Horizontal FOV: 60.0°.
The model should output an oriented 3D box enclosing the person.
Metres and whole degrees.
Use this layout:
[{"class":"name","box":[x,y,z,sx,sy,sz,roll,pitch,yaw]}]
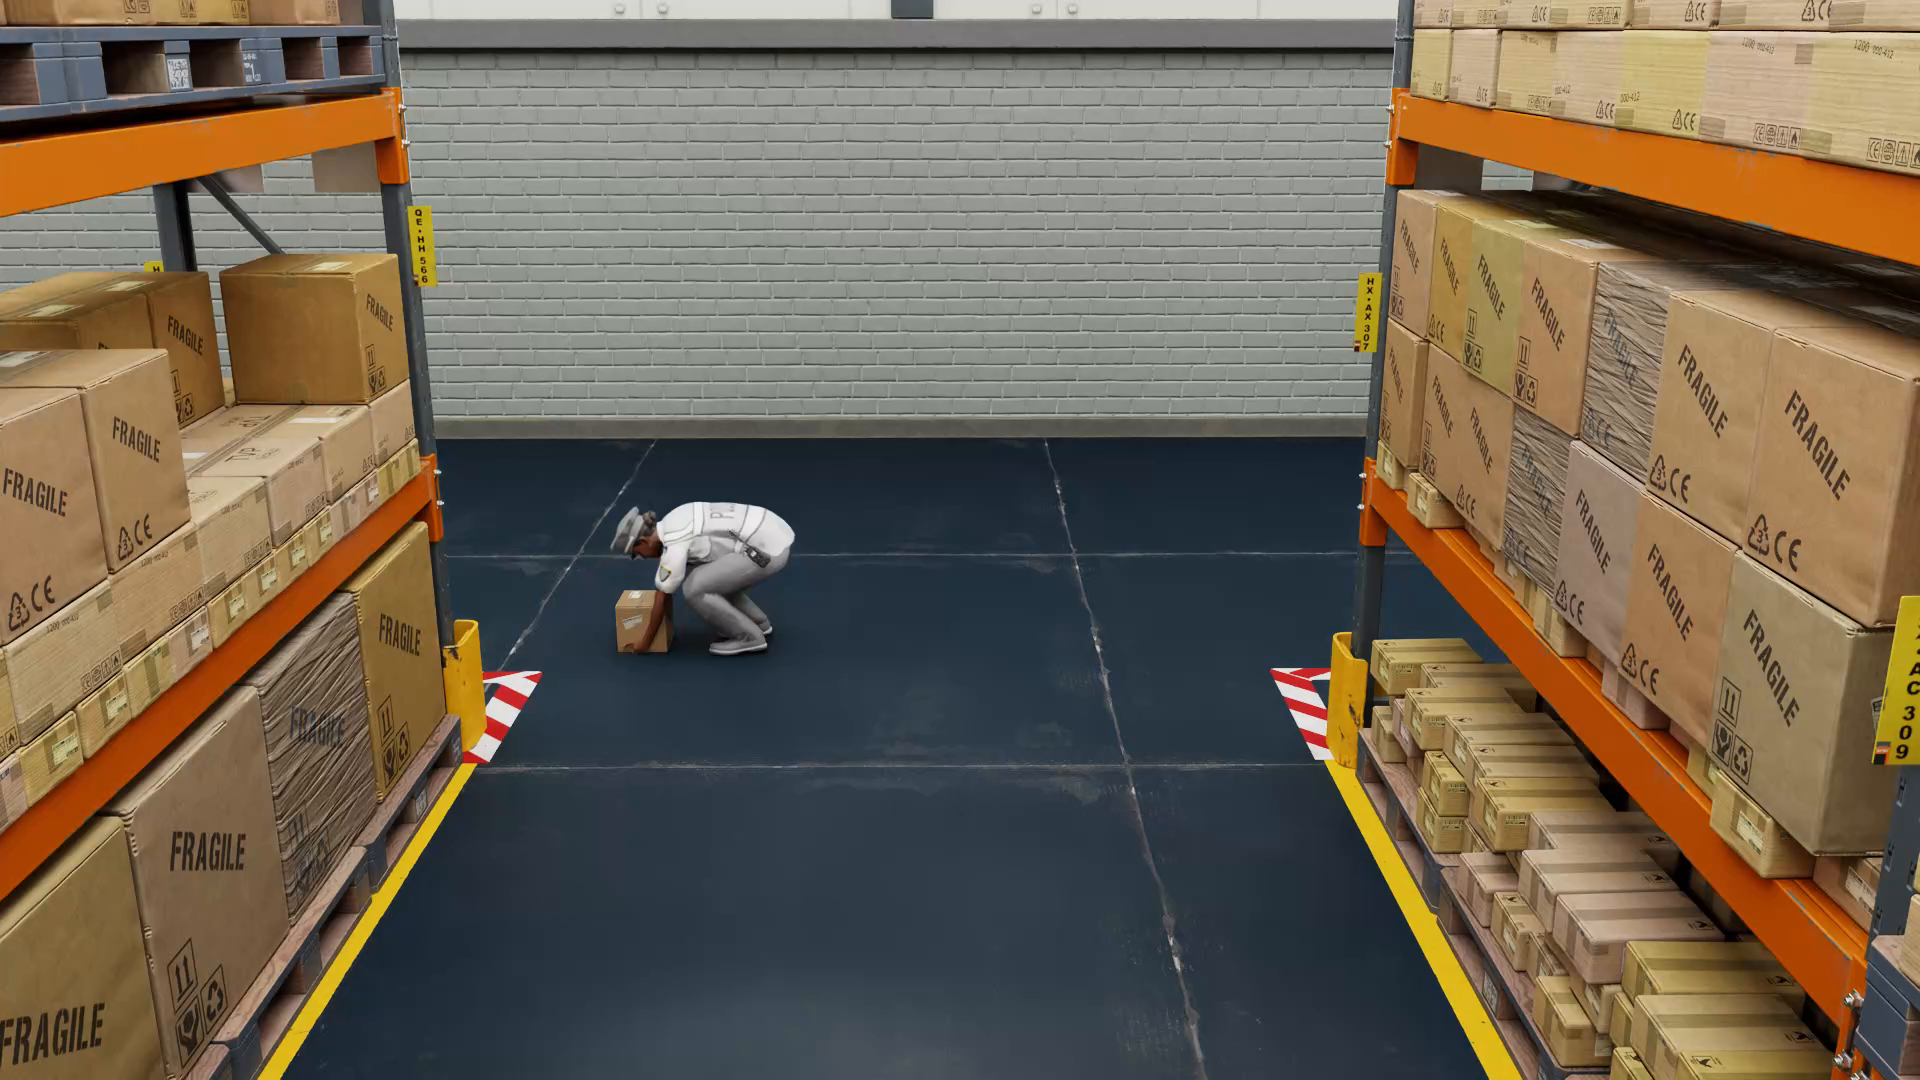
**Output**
[{"class":"person","box":[-1.307,0.188,8.504,0.927,0.768,0.458,-1,17,-2]}]
